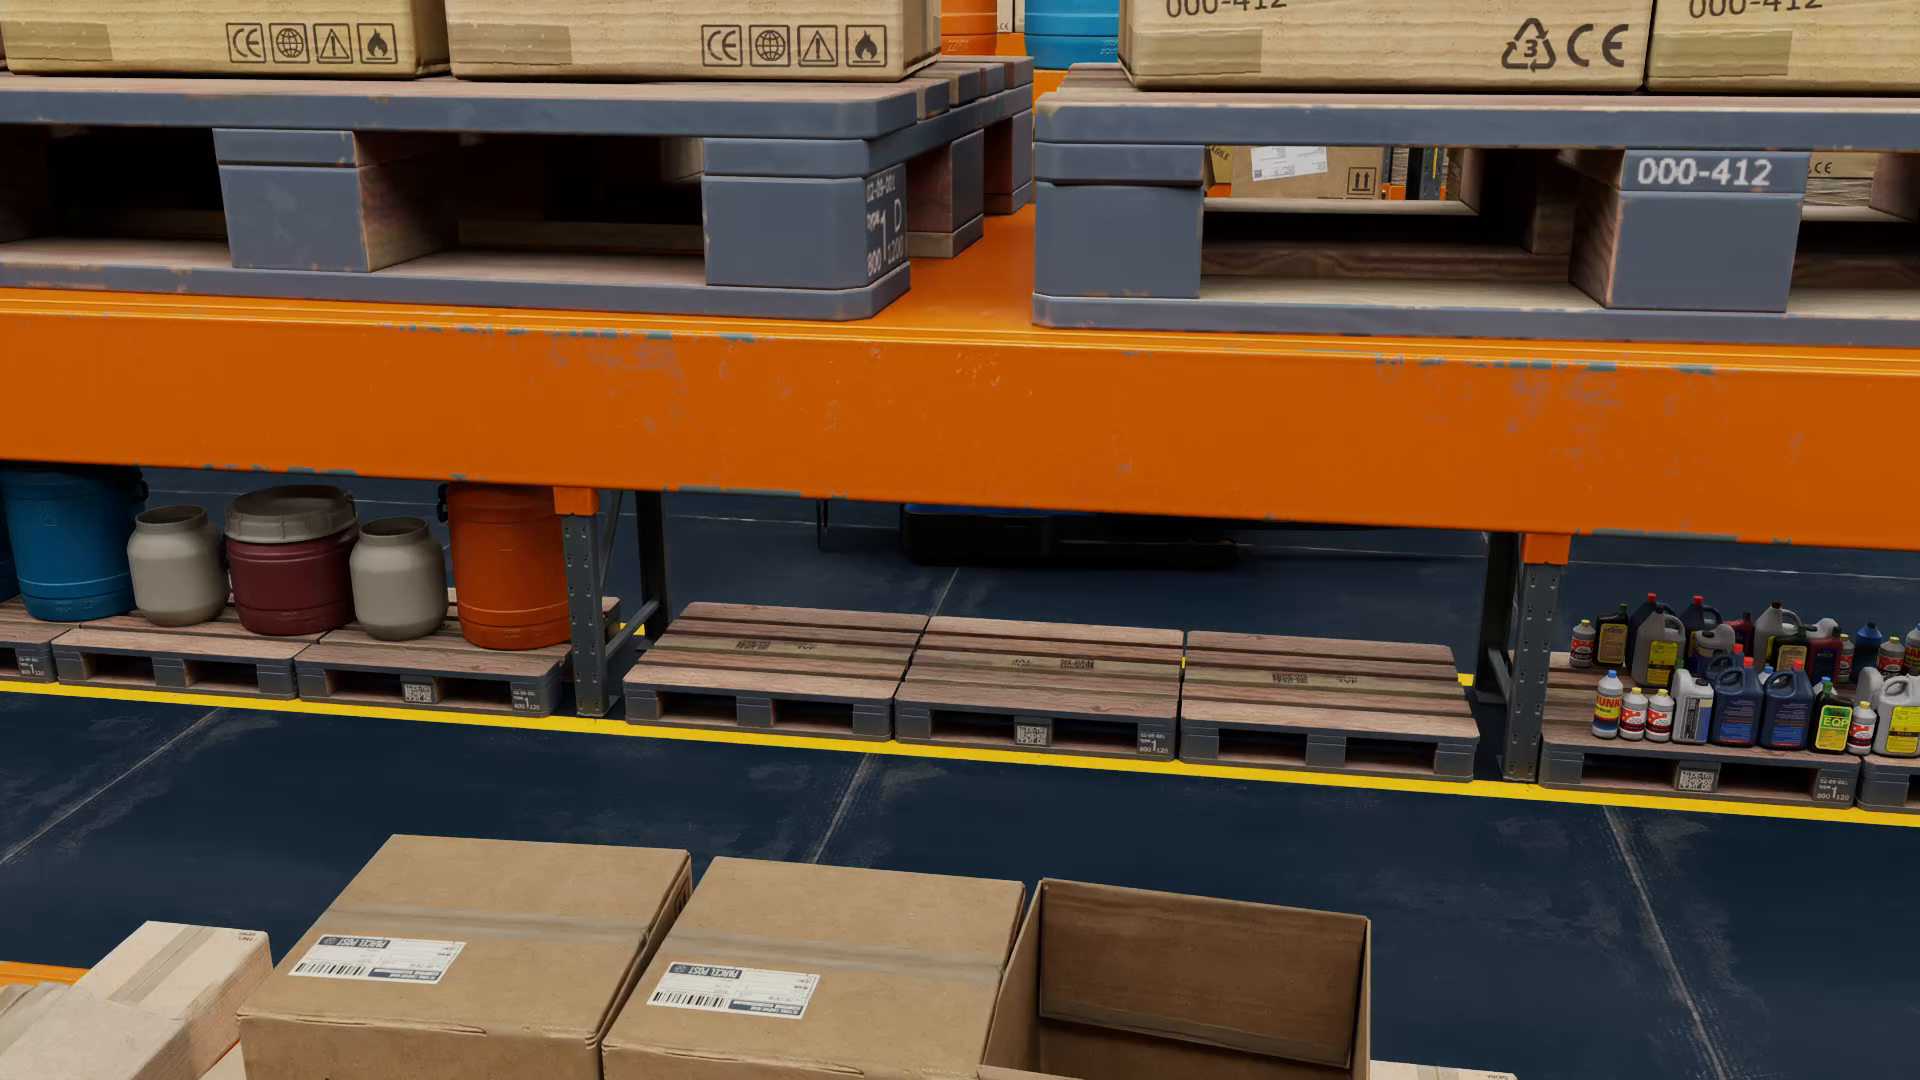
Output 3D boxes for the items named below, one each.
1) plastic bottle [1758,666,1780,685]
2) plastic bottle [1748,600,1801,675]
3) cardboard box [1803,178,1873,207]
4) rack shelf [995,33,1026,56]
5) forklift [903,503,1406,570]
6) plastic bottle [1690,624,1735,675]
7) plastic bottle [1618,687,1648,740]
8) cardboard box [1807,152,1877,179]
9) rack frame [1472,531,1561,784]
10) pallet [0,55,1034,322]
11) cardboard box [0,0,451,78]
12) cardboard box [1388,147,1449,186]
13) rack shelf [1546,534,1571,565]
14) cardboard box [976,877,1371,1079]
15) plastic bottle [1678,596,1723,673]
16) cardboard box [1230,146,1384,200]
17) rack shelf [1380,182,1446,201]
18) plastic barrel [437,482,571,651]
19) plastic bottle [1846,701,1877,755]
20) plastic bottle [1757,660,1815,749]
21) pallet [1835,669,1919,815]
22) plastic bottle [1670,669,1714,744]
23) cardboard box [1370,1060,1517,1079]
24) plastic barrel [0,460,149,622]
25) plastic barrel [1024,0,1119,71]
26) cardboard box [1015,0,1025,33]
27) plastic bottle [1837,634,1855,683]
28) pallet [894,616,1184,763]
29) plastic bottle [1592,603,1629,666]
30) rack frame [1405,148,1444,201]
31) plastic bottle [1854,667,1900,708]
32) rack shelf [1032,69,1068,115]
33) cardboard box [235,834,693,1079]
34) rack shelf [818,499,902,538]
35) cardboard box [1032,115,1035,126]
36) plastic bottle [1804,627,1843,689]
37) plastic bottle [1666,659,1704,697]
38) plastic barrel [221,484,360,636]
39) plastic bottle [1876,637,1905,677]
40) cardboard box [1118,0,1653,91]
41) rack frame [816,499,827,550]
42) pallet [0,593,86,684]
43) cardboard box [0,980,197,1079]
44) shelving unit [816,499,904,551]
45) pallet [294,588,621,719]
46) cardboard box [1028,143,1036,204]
[{"bbox_3d":[3.268,0.643,6.760,0.097,0.271,0.097,0,18,0],"label":"plastic bottle"},{"bbox_3d":[3.565,0.433,7.262,0.185,0.351,0.144,3,19,8],"label":"plastic bottle"},{"bbox_3d":[5.572,-2.184,10.976,0.500,0.500,0.875,3,19,9],"label":"cardboard box"},{"bbox_3d":[1.186,-3.316,11.393,4.000,0.370,1.077,3,19,9],"label":"rack shelf"},{"bbox_3d":[1.207,-1.393,9.348,3.031,2.935,1.130,1,19,2],"label":"forklift"},{"bbox_3d":[3.247,0.500,7.180,0.135,0.276,0.152,3,19,9],"label":"plastic bottle"},{"bbox_3d":[2.720,0.695,6.716,0.097,0.201,0.097,0,18,0],"label":"plastic bottle"},{"bbox_3d":[5.540,-2.595,10.629,0.500,0.500,0.500,3,19,9],"label":"cardboard box"},{"bbox_3d":[2.375,-0.582,6.816,0.127,3.000,1.000,3,19,9],"label":"rack frame"},{"bbox_3d":[-0.575,-0.503,2.150,1.213,0.211,1.003,4,19,11],"label":"pallet"},{"bbox_3d":[-0.823,-0.724,2.087,0.500,0.250,0.500,3,19,8],"label":"cardboard box"},{"bbox_3d":[4.413,-3.739,16.014,0.550,0.550,0.875,3,19,9],"label":"cardboard box"},{"bbox_3d":[4.350,-0.140,6.629,4.000,0.370,1.077,3,19,9],"label":"rack shelf"},{"bbox_3d":[0.310,0.852,2.373,0.500,0.500,0.500,4,19,13],"label":"cardboard box"},{"bbox_3d":[3.246,0.417,7.311,0.185,0.351,0.144,2,19,6],"label":"plastic bottle"},{"bbox_3d":[2.398,-2.701,11.542,1.000,1.000,1.000,3,19,9],"label":"cardboard box"},{"bbox_3d":[6.022,-3.241,15.896,4.000,0.370,1.077,3,19,9],"label":"rack shelf"},{"bbox_3d":[-2.060,0.027,7.753,0.708,0.830,0.600,3,19,9],"label":"plastic barrel"},{"bbox_3d":[3.568,0.738,6.587,0.097,0.201,0.097,0,18,0],"label":"plastic bottle"},{"bbox_3d":[3.292,0.645,6.628,0.185,0.351,0.144,2,19,6],"label":"plastic bottle"},{"bbox_3d":[4.239,0.848,6.937,1.213,0.211,1.003,3,19,9],"label":"pallet"},{"bbox_3d":[2.944,0.662,6.697,0.135,0.276,0.152,4,19,11],"label":"plastic bottle"},{"bbox_3d":[0.743,0.980,2.543,0.250,0.149,0.380,3,19,9],"label":"cardboard box"},{"bbox_3d":[-4.290,-0.121,8.081,0.708,0.901,0.600,3,19,9],"label":"plastic barrel"},{"bbox_3d":[0.547,-2.266,6.330,0.708,0.901,0.600,3,19,9],"label":"plastic barrel"},{"bbox_3d":[0.651,-3.534,11.148,0.500,0.250,0.500,3,19,10],"label":"cardboard box"},{"bbox_3d":[3.846,0.511,7.265,0.097,0.201,0.097,0,18,0],"label":"plastic bottle"},{"bbox_3d":[0.385,0.652,7.521,1.213,0.211,1.003,3,19,9],"label":"pallet"},{"bbox_3d":[2.902,0.418,7.414,0.133,0.283,0.061,4,19,11],"label":"plastic bottle"},{"bbox_3d":[3.161,-2.134,11.453,0.127,3.000,1.000,3,19,9],"label":"rack frame"},{"bbox_3d":[3.711,0.655,6.718,0.135,0.276,0.152,3,19,9],"label":"plastic bottle"},{"bbox_3d":[0.400,-1.764,6.755,4.000,0.370,1.077,3,19,9],"label":"rack shelf"},{"bbox_3d":[-0.705,0.800,2.527,0.500,0.500,0.500,2,19,6],"label":"cardboard box"},{"bbox_3d":[-0.568,-0.322,9.707,0.480,0.518,0.431,1,19,2],"label":"rack shelf"},{"bbox_3d":[0.539,-4.380,16.433,0.500,0.500,0.700,3,19,8],"label":"cardboard box"},{"bbox_3d":[3.708,0.508,7.145,0.133,0.283,0.061,3,19,9],"label":"plastic bottle"},{"bbox_3d":[2.960,0.625,6.796,0.133,0.283,0.061,3,19,9],"label":"plastic bottle"},{"bbox_3d":[-3.175,0.085,7.961,0.708,0.588,0.600,3,19,9],"label":"plastic barrel"},{"bbox_3d":[4.049,0.521,7.234,0.097,0.201,0.097,0,18,0],"label":"plastic bottle"},{"bbox_3d":[0.436,-0.642,1.841,0.500,0.250,0.500,1,19,3],"label":"cardboard box"},{"bbox_3d":[-0.812,-1.002,9.487,0.015,2.100,0.400,1,19,2],"label":"rack frame"},{"bbox_3d":[-4.769,0.389,8.307,1.213,0.211,1.003,3,19,9],"label":"pallet"},{"bbox_3d":[-1.511,0.916,2.479,0.500,0.311,0.500,3,19,8],"label":"cardboard box"},{"bbox_3d":[-0.568,-0.999,9.480,0.503,2.100,0.431,1,19,2],"label":"shelving unit"},{"bbox_3d":[-2.359,0.512,7.940,1.213,0.211,1.003,3,19,9],"label":"pallet"},{"bbox_3d":[0.318,-2.570,11.939,0.500,0.500,0.700,6,19,17],"label":"cardboard box"}]
